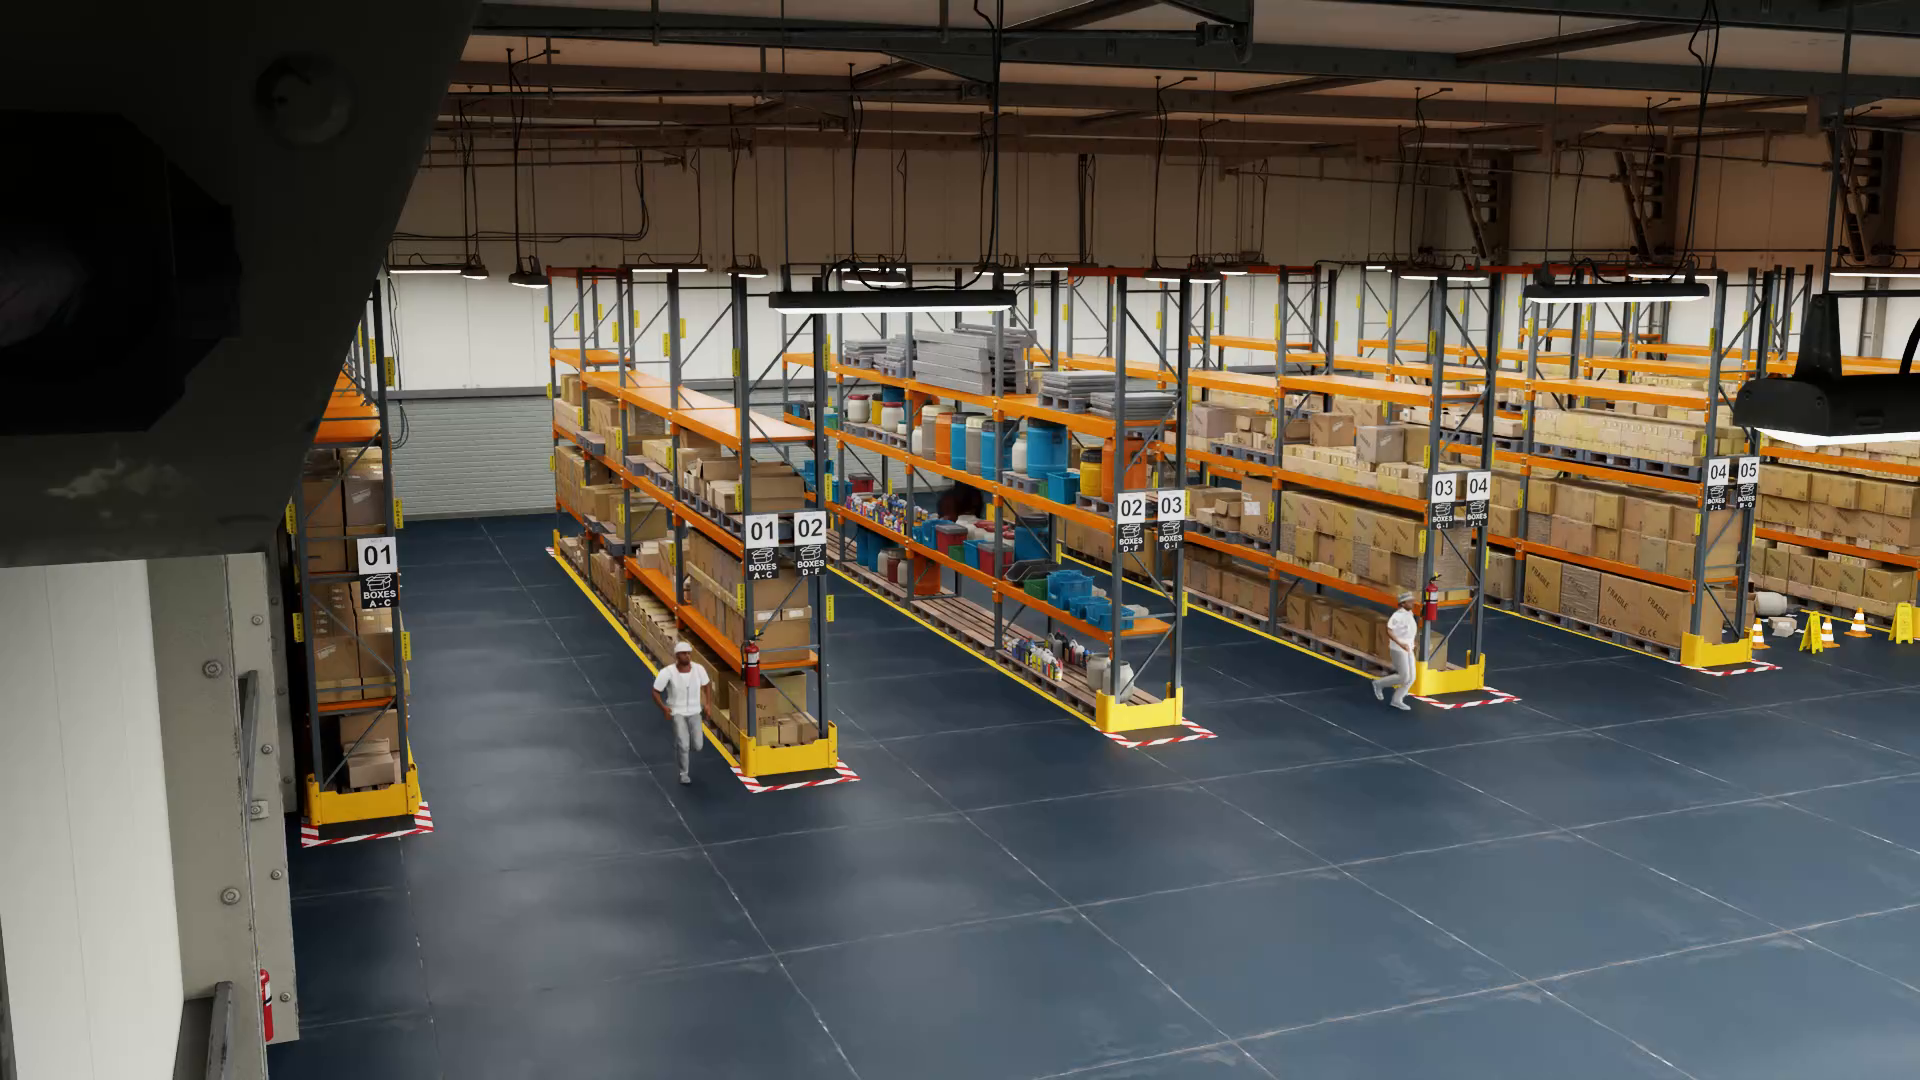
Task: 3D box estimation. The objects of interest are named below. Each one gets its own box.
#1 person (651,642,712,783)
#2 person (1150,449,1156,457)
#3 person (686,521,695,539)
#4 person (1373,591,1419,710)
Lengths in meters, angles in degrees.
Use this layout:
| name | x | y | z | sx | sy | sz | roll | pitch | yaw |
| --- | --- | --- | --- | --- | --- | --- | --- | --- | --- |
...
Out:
| name | x | y | z | sx | sy | sz | roll | pitch | yaw |
| --- | --- | --- | --- | --- | --- | --- | --- | --- | --- |
| person | -3.337 | 2.050 | 19.996 | 0.743 | 1.700 | 0.626 | -6 | 11 | -29 |
| person | 4.694 | -1.495 | 40.649 | 0.655 | 1.628 | 0.664 | 4 | 11 | 23 |
| person | -5.482 | -0.458 | 34.170 | 0.691 | 1.753 | 0.723 | -7 | 12 | -35 |
| person | 6.136 | 1.516 | 23.254 | 0.551 | 1.663 | 0.601 | 9 | 13 | 41 |
